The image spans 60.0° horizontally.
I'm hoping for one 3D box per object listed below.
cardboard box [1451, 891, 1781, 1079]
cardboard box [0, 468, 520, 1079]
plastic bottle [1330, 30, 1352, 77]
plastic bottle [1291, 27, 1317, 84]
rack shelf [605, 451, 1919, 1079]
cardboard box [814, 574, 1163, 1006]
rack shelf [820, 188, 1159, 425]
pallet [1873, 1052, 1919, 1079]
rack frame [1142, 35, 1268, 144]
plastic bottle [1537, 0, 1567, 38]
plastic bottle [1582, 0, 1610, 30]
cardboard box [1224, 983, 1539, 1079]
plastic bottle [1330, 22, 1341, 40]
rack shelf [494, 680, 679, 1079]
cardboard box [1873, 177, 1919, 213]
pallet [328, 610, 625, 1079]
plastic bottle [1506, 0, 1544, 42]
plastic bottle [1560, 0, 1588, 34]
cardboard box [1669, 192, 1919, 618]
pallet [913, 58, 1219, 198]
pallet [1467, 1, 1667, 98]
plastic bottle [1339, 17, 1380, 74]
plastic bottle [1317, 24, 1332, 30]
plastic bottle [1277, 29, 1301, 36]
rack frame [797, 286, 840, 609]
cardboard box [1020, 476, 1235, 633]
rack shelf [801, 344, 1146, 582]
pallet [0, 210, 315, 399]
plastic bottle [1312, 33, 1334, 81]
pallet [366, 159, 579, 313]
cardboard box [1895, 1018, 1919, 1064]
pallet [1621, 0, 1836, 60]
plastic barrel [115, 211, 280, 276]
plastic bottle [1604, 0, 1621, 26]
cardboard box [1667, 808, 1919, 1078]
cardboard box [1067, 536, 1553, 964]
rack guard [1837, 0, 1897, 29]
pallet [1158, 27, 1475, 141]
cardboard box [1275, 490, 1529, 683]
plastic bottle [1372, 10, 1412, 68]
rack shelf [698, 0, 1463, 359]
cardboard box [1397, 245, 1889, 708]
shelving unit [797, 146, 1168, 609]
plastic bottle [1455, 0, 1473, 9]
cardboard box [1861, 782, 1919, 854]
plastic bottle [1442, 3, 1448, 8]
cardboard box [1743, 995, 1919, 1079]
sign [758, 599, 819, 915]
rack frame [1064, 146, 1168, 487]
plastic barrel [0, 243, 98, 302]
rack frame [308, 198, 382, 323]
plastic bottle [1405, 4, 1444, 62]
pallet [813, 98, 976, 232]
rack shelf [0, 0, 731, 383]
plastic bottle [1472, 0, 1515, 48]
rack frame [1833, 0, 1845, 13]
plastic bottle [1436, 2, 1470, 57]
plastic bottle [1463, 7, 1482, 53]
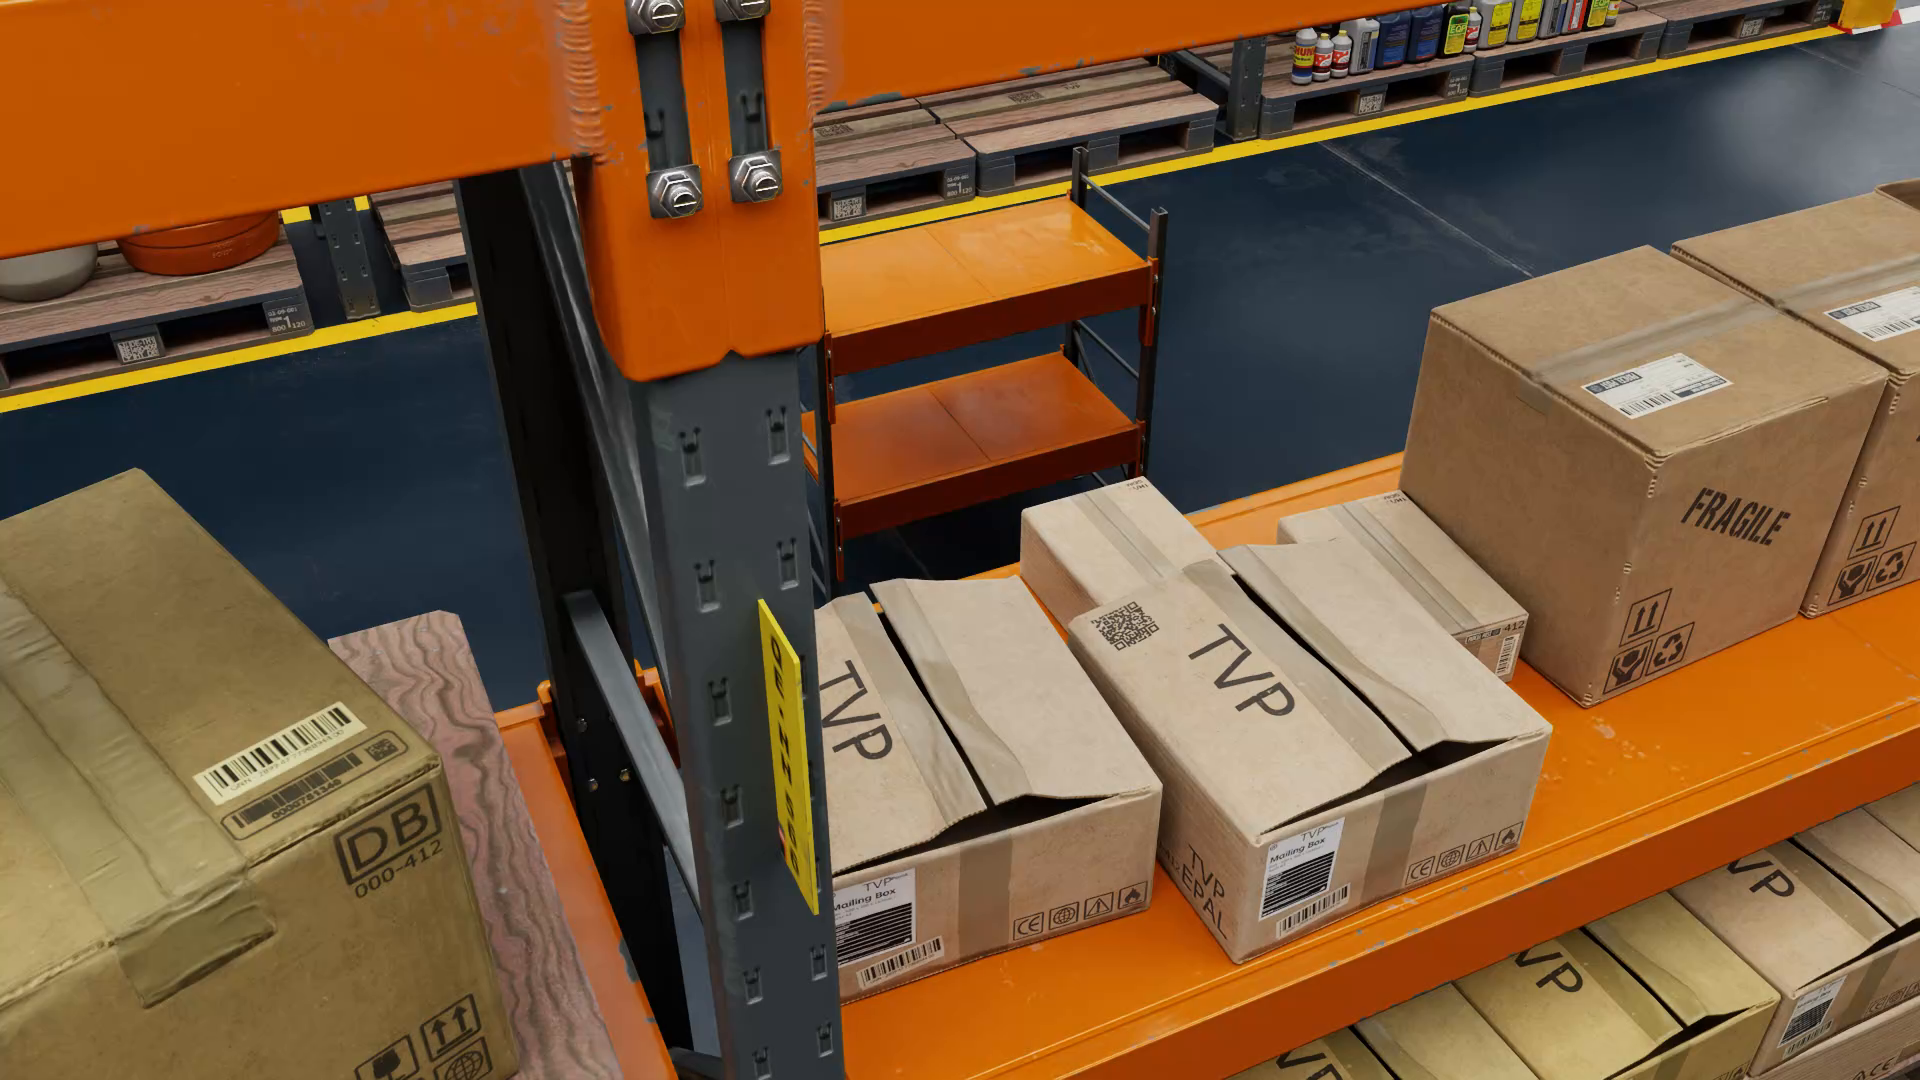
[{"bbox_3d":[1.135,0.821,3.110,0.500,0.311,0.500,-17,40,-21],"label":"cardboard box"},{"bbox_3d":[-0.921,0.361,1.809,0.500,0.500,0.700,-30,46,-34],"label":"cardboard box"},{"bbox_3d":[1.780,-2.283,7.790,0.097,0.201,0.097,0,37,0],"label":"plastic bottle"},{"bbox_3d":[1.596,-2.260,7.700,0.097,0.271,0.097,0,37,0],"label":"plastic bottle"},{"bbox_3d":[1.412,0.133,3.157,4.000,0.370,1.077,-16,39,-20],"label":"rack shelf"},{"bbox_3d":[-0.051,0.317,2.379,0.500,0.311,0.500,-13,39,-17],"label":"cardboard box"},{"bbox_3d":[-0.006,-0.685,4.738,1.000,0.278,0.538,-16,39,-20],"label":"rack shelf"},{"bbox_3d":[1.466,0.976,3.757,1.213,0.211,1.003,-16,39,-20],"label":"pallet"},{"bbox_3d":[1.121,-3.335,7.228,0.127,3.000,1.000,-16,39,-20],"label":"rack frame"},{"bbox_3d":[2.900,-2.645,8.215,0.135,0.276,0.152,-17,40,-21],"label":"plastic bottle"},{"bbox_3d":[3.168,-2.692,8.273,0.133,0.283,0.061,-15,39,-19],"label":"plastic bottle"},{"bbox_3d":[0.672,0.949,2.938,0.500,0.311,0.500,-17,40,-21],"label":"cardboard box"},{"bbox_3d":[1.831,-2.419,7.904,0.133,0.283,0.061,-16,39,-20],"label":"plastic bottle"},{"bbox_3d":[-2.209,1.145,1.792,4.000,0.370,1.077,-16,39,-20],"label":"rack shelf"},{"bbox_3d":[2.043,-0.384,3.166,0.500,0.500,0.500,-13,38,-17],"label":"cardboard box"},{"bbox_3d":[-0.983,0.636,2.035,1.003,0.211,1.213,-16,39,-20],"label":"pallet"},{"bbox_3d":[2.752,-2.631,8.133,0.185,0.351,0.144,-14,39,-18],"label":"plastic bottle"},{"bbox_3d":[3.026,-2.680,8.262,0.135,0.276,0.152,-15,39,-20],"label":"plastic bottle"},{"bbox_3d":[1.590,-0.257,2.995,0.500,0.500,0.500,-16,39,-20],"label":"cardboard box"},{"bbox_3d":[0.426,-1.995,7.763,1.213,0.211,1.003,-16,39,-20],"label":"pallet"},{"bbox_3d":[2.853,-2.674,8.677,1.213,0.211,1.003,-16,39,-20],"label":"pallet"},{"bbox_3d":[1.877,-2.358,7.829,0.135,0.276,0.152,-14,39,-18],"label":"plastic bottle"},{"bbox_3d":[1.841,-2.711,8.304,0.135,0.276,0.152,-16,39,-20],"label":"plastic bottle"},{"bbox_3d":[1.643,-2.688,8.211,0.185,0.351,0.144,-16,39,-20],"label":"plastic bottle"},{"bbox_3d":[-0.466,-0.321,4.739,0.032,1.125,0.500,-16,39,-20],"label":"rack frame"},{"bbox_3d":[0.298,0.074,2.843,0.250,0.149,0.380,-16,39,-20],"label":"cardboard box"},{"bbox_3d":[-0.006,-0.254,5.058,1.000,0.278,0.538,-16,39,-20],"label":"rack shelf"},{"bbox_3d":[-3.196,-0.980,6.395,1.213,0.211,1.003,-16,39,-20],"label":"pallet"},{"bbox_3d":[1.688,-2.258,7.756,0.097,0.201,0.097,0,37,0],"label":"plastic bottle"},{"bbox_3d":[-1.782,-1.378,6.930,1.213,0.211,1.003,-16,39,-20],"label":"pallet"},{"bbox_3d":[2.048,0.791,3.621,0.500,0.250,0.500,-15,39,-19],"label":"cardboard box"},{"bbox_3d":[3.955,-2.980,9.091,1.213,0.211,1.003,-16,39,-20],"label":"pallet"},{"bbox_3d":[-2.936,-1.486,6.205,0.708,0.830,0.600,-16,39,-20],"label":"plastic barrel"},{"bbox_3d":[3.266,-2.699,8.350,0.097,0.201,0.097,0,37,0],"label":"plastic bottle"},{"bbox_3d":[1.600,0.690,3.286,0.500,0.311,0.500,-16,39,-21],"label":"cardboard box"},{"bbox_3d":[0.493,0.264,2.451,0.500,0.311,0.500,-16,39,-20],"label":"cardboard box"},{"bbox_3d":[4.693,-3.299,9.278,0.348,0.500,1.175,-16,39,-20],"label":"rack guard"},{"bbox_3d":[1.747,-2.362,8.258,1.213,0.211,1.003,-16,39,-20],"label":"pallet"},{"bbox_3d":[0.732,0.098,2.811,0.250,0.149,0.380,-13,38,-17],"label":"cardboard box"},{"bbox_3d":[2.028,-2.428,7.860,0.185,0.351,0.144,-15,39,-19],"label":"plastic bottle"},{"bbox_3d":[1.412,-1.072,2.264,4.000,0.370,1.077,-16,39,-20],"label":"rack shelf"},{"bbox_3d":[1.113,-0.124,2.815,0.500,0.500,0.500,-18,40,-22],"label":"cardboard box"},{"bbox_3d":[-0.006,-0.450,4.913,1.048,1.125,0.538,-16,39,-20],"label":"shelving unit"},{"bbox_3d":[2.498,-2.627,8.191,0.135,0.276,0.152,-16,39,-20],"label":"plastic bottle"},{"bbox_3d":[2.056,0.565,3.455,0.500,0.311,0.500,-16,39,-20],"label":"cardboard box"},{"bbox_3d":[2.316,-2.501,8.026,0.097,0.271,0.097,0,37,0],"label":"plastic bottle"},{"bbox_3d":[1.587,0.919,3.448,0.500,0.250,0.500,-15,39,-19],"label":"cardboard box"},{"bbox_3d":[-0.160,0.207,1.548,0.005,0.325,0.100,-16,39,-20],"label":"sign"},{"bbox_3d":[0.454,-0.579,5.086,0.032,1.125,0.500,-16,39,-20],"label":"rack frame"},{"bbox_3d":[-3.409,-1.168,6.042,0.421,0.512,0.421,0,37,0],"label":"plastic barrel"},{"bbox_3d":[-2.500,-2.322,5.863,0.127,3.000,1.000,-16,39,-20],"label":"rack frame"},{"bbox_3d":[2.199,-2.476,7.925,0.185,0.351,0.144,-17,40,-22],"label":"plastic bottle"},{"bbox_3d":[-0.679,-1.684,7.343,1.213,0.211,1.003,-16,39,-20],"label":"pallet"},{"bbox_3d":[-2.209,-0.060,0.899,4.000,0.370,1.077,-16,39,-20],"label":"rack shelf"},{"bbox_3d":[2.584,-2.584,8.070,0.185,0.351,0.144,-16,39,-20],"label":"plastic bottle"},{"bbox_3d":[4.742,-4.347,8.593,0.127,3.000,1.000,-16,39,-20],"label":"rack frame"},{"bbox_3d":[2.366,-2.468,7.971,0.133,0.283,0.061,-14,39,-18],"label":"plastic bottle"},{"bbox_3d":[2.465,-2.475,8.049,0.097,0.201,0.097,0,37,0],"label":"plastic bottle"}]
